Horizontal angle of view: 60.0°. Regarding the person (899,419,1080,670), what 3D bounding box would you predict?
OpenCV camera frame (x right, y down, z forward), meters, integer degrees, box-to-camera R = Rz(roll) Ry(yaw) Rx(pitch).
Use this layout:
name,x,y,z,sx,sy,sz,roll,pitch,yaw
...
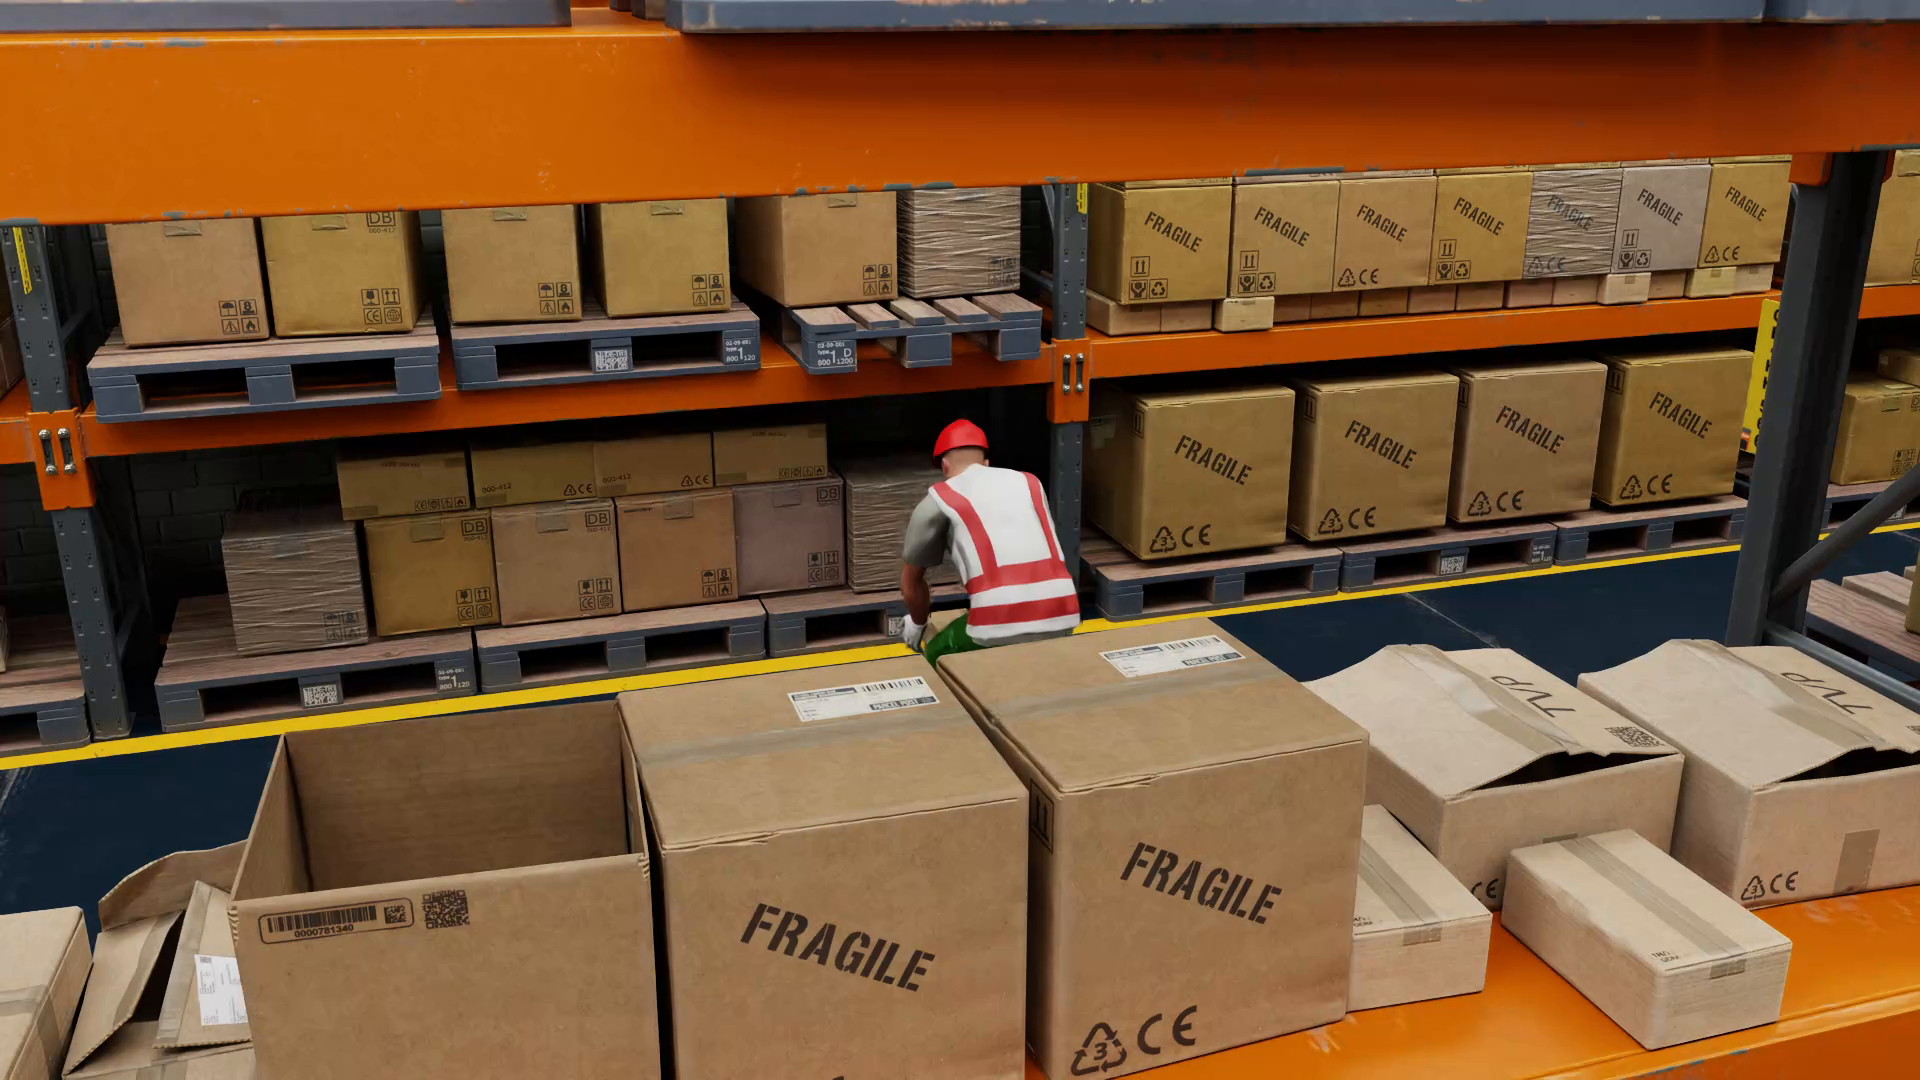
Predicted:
name,x,y,z,sx,sy,sz,roll,pitch,yaw
person,0.098,0.260,6.036,0.585,1.295,0.816,-6,20,-17
